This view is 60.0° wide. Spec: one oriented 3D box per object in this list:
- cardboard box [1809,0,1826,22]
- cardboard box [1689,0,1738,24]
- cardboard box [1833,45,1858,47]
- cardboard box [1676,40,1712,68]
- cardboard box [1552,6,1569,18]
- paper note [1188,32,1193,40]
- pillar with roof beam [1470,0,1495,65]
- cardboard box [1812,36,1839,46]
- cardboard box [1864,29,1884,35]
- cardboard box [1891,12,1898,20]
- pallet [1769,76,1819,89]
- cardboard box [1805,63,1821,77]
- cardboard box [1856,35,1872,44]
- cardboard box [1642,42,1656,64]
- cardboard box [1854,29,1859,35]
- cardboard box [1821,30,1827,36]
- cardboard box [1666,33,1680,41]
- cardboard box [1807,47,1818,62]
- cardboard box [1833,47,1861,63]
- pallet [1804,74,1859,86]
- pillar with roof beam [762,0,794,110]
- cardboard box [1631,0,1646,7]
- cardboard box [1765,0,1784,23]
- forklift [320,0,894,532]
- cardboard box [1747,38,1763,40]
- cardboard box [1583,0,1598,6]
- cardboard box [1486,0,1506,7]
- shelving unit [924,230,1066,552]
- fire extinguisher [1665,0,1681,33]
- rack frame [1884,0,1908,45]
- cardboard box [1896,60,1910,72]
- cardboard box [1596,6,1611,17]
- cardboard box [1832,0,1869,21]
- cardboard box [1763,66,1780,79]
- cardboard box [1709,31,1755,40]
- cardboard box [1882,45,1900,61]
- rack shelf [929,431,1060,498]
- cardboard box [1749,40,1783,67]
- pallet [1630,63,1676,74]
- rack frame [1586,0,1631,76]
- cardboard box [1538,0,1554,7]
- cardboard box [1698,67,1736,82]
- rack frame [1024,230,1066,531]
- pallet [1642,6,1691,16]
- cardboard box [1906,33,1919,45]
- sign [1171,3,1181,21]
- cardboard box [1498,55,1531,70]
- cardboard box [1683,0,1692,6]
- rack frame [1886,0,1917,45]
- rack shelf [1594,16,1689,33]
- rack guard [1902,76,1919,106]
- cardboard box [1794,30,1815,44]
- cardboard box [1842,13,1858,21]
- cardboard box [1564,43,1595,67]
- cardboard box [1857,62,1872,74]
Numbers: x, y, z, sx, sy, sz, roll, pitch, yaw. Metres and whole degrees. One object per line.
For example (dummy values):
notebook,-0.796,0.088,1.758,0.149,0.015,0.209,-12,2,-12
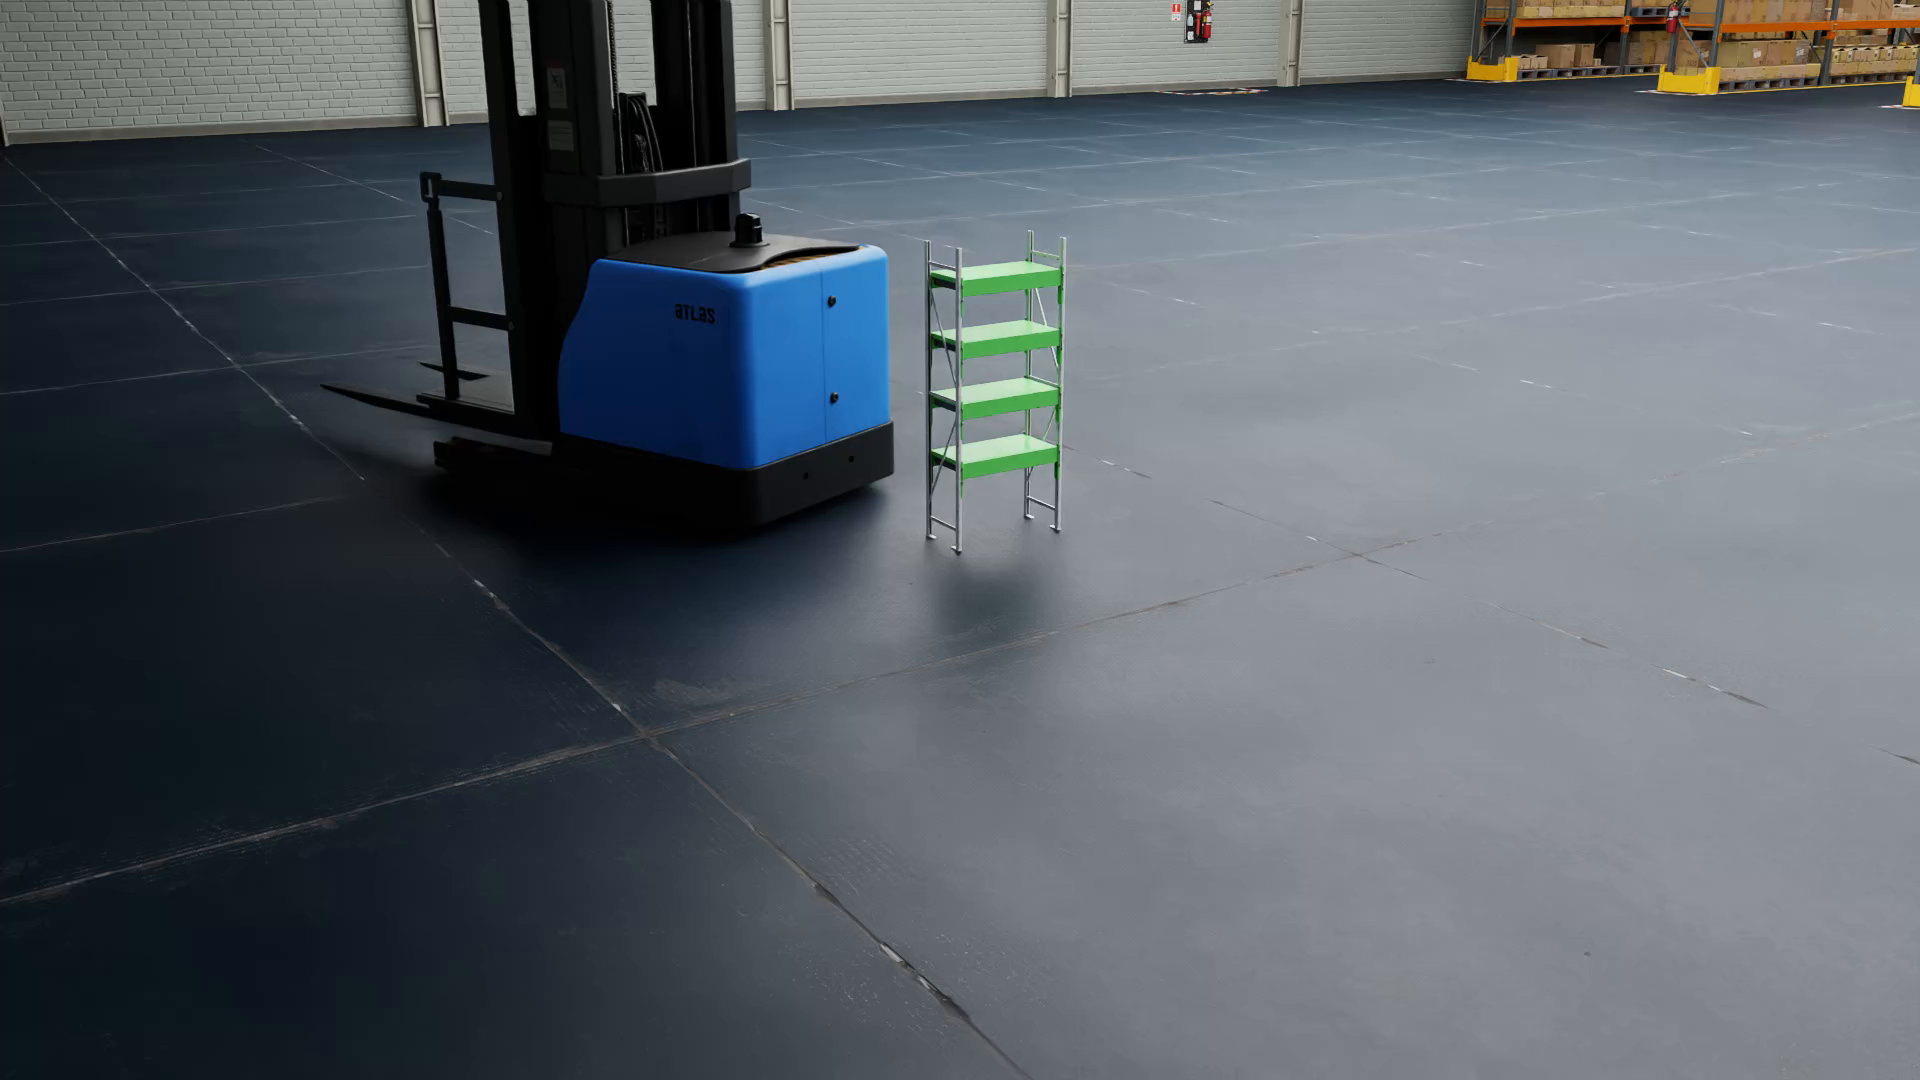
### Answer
cardboard box,17.512,-11.044,34.572,0.500,0.500,0.700,-13,22,-33
cardboard box,14.935,-10.498,32.957,0.500,0.500,0.700,-12,22,-31
cardboard box,19.331,-10.654,36.338,0.500,0.311,0.500,-12,22,-32
cardboard box,14.823,-9.797,33.508,0.500,0.500,0.500,-12,22,-31
cardboard box,13.248,-11.819,37.223,0.500,0.250,0.500,-12,22,-32
paper note,4.638,-10.139,33.426,0.142,0.148,0.016,-12,22,-31
pillar with roof beam,14.287,-13.741,33.339,0.400,9.000,9.100,-12,22,-31
cardboard box,22.514,-12.929,43.551,0.500,0.500,0.700,-12,22,-31
cardboard box,24.424,-13.570,44.434,0.250,0.149,0.380,-11,22,-30
cardboard box,20.186,-11.422,36.239,0.250,0.149,0.380,-10,21,-27
pallet,17.192,-9.626,34.889,1.213,0.211,1.003,-12,22,-31
cardboard box,17.612,-9.832,34.782,0.500,0.250,0.500,-12,22,-31
cardboard box,23.807,-13.202,44.359,0.500,0.500,0.700,-13,22,-33
cardboard box,16.161,-11.663,39.777,0.500,0.500,0.700,-12,22,-32
cardboard box,23.795,-13.583,44.474,0.250,0.149,0.380,-12,22,-31
cardboard box,22.942,-13.404,43.942,0.250,0.149,0.380,-13,22,-33
cardboard box,16.982,-12.168,40.099,0.500,0.250,0.500,-12,22,-32
cardboard box,18.060,-10.386,35.545,0.500,0.311,0.500,-12,22,-31
cardboard box,18.782,-10.331,35.382,0.500,0.311,0.500,-12,22,-32
pallet,18.473,-9.895,35.685,1.213,0.211,1.003,-12,22,-31
pillar with roof beam,-0.746,-10.571,23.961,0.400,9.000,9.100,-12,22,-31
cardboard box,15.595,-12.737,38.893,0.500,0.500,0.700,-12,22,-31
cardboard box,16.227,-10.771,33.766,0.500,0.500,0.700,-11,22,-30
forklift,-1.793,-1.772,7.409,3.031,2.935,1.130,13,22,33
cardboard box,16.485,-10.154,34.562,0.500,0.500,0.500,-12,22,-31
cardboard box,14.087,-12.353,37.632,0.500,0.500,0.500,-13,22,-33
cardboard box,12.088,-12.130,36.972,0.500,0.500,0.500,-12,22,-32
shelving unit,0.138,-0.598,6.639,0.503,1.200,0.258,-12,22,-31
fire extinguisher,14.184,-10.438,33.058,0.183,0.674,0.296,-12,22,-31
rack frame,25.174,-14.514,44.993,0.127,3.000,1.000,-12,22,-31
cardboard box,20.486,-10.427,36.543,0.500,0.250,0.500,-12,22,-32
cardboard box,14.502,-12.089,38.022,0.500,0.250,0.500,-12,22,-31
cardboard box,18.970,-11.347,35.469,0.500,0.500,0.500,-10,21,-28
cardboard box,16.362,-9.567,33.996,0.500,0.250,0.500,-12,22,-31
cardboard box,19.179,-12.380,41.382,0.750,0.750,0.750,-12,22,-32
cardboard box,20.064,-10.603,36.187,0.500,0.311,0.500,-12,22,-32
rack shelf,0.138,-0.310,6.736,0.480,0.148,0.258,-12,22,-31
cardboard box,16.363,-9.922,33.876,0.500,0.500,0.500,-12,22,-31
pallet,16.821,-11.433,40.234,1.213,0.211,1.003,-12,22,-31
rack frame,15.152,-12.401,38.741,0.127,3.000,1.000,-12,22,-31
cardboard box,12.793,-12.078,36.818,0.500,0.500,0.500,-12,22,-31
cardboard box,15.109,-9.303,33.216,0.500,0.250,0.500,-12,22,-31
rack frame,0.342,-0.641,6.766,0.015,1.200,0.240,-12,22,-31
pallet,16.862,-12.655,39.792,1.213,0.211,1.003,-12,22,-31
cardboard box,21.917,-11.399,37.823,0.500,0.250,0.500,-11,22,-29
sign,4.305,-10.516,33.111,0.234,0.329,0.001,-12,22,-31
cardboard box,12.438,-10.728,37.307,0.500,0.311,0.500,-15,24,-37
cardboard box,17.077,-13.050,39.819,0.500,0.500,0.700,-12,22,-31
rack frame,21.220,-11.781,36.908,0.127,3.000,1.000,-12,22,-31
rack shelf,16.822,-12.412,39.898,4.000,0.370,1.077,-12,22,-31
rack guard,17.297,-7.888,29.296,0.348,0.500,1.175,-12,22,-31
cardboard box,21.362,-12.841,42.745,0.750,0.750,0.750,-12,22,-31
cardboard box,18.732,-11.059,35.164,0.250,0.149,0.380,-12,22,-31
cardboard box,14.307,-11.231,38.499,0.500,0.500,0.500,-14,23,-35
cardboard box,19.211,-10.159,35.748,0.500,0.250,0.500,-13,22,-33
